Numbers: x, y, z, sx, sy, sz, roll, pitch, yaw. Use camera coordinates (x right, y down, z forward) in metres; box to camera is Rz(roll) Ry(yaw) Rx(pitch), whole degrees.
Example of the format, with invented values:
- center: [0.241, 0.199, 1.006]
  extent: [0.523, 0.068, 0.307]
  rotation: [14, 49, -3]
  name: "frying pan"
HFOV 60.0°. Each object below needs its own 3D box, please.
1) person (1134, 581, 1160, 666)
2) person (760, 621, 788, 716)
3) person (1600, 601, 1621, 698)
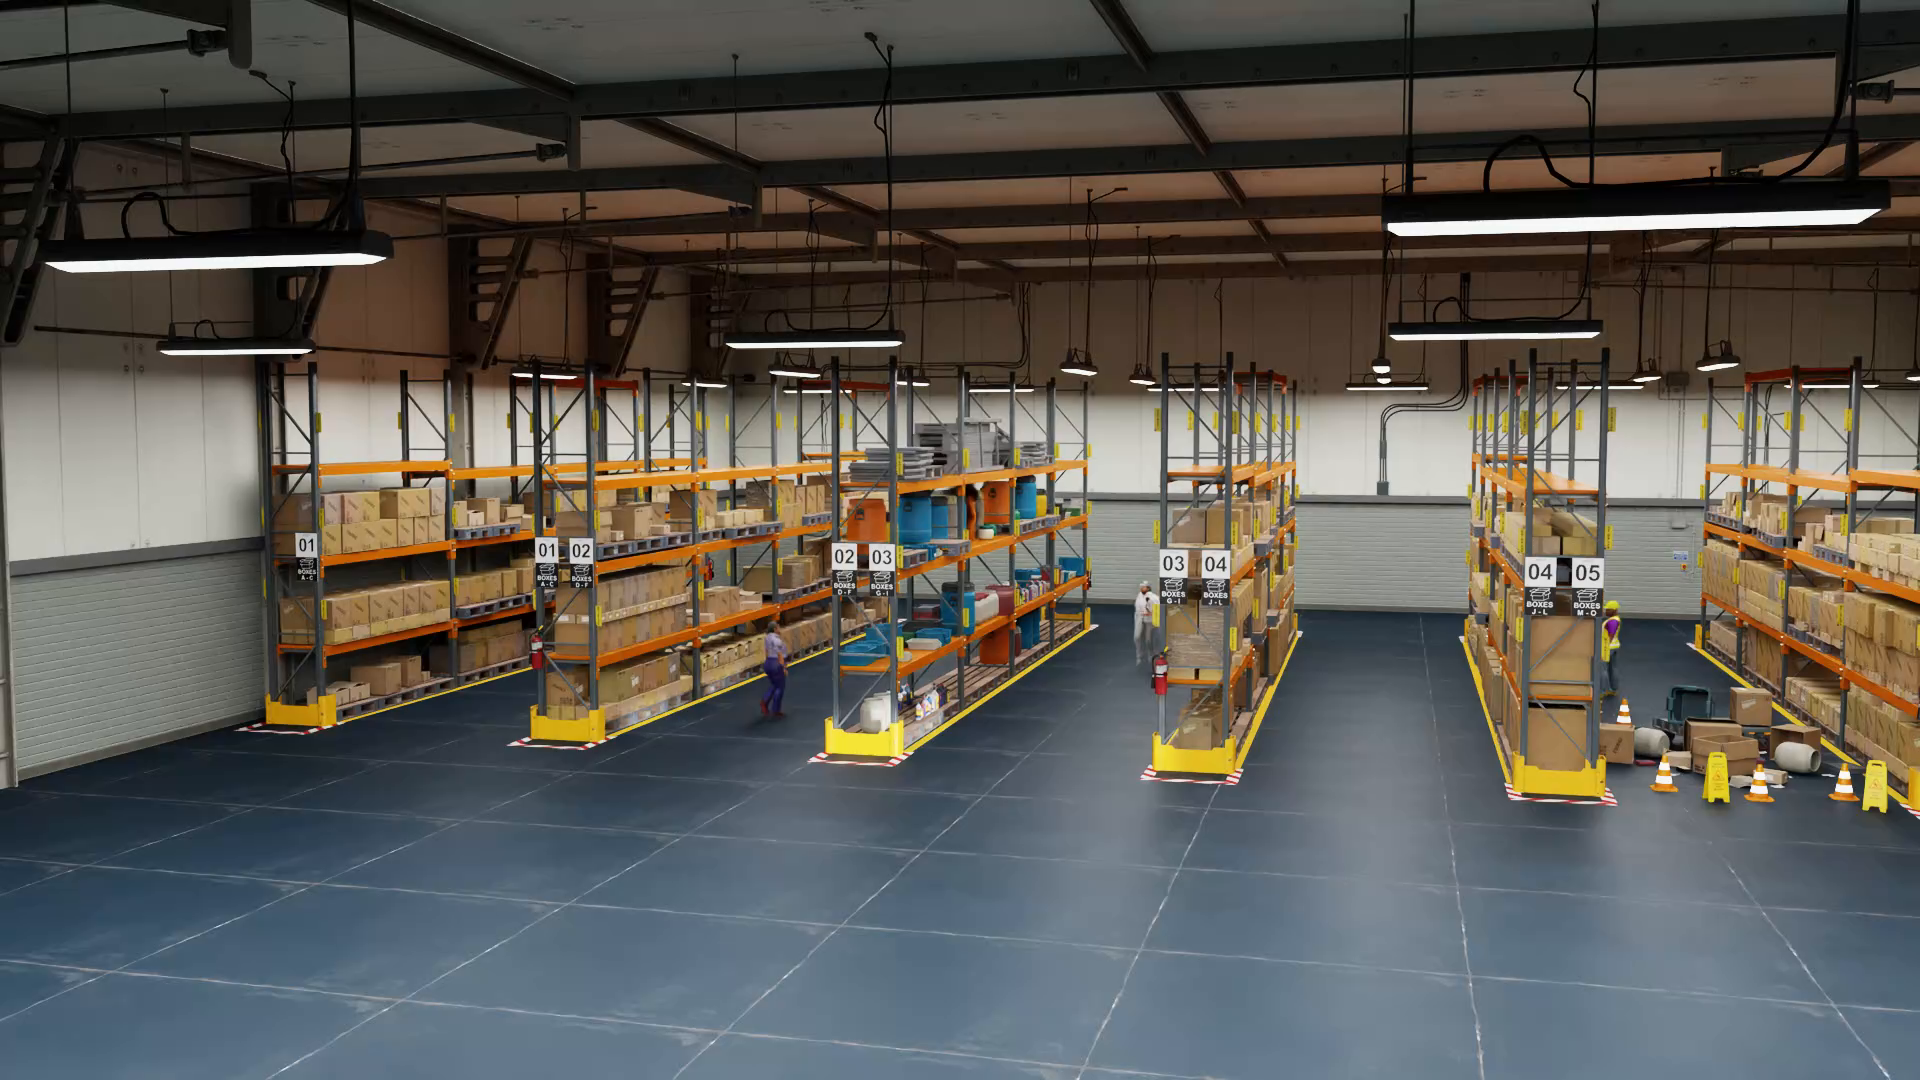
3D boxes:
- center: [3.744, 1.635, 33.037]
  extent: [0.552, 1.670, 0.725]
  rotation: [1, 4, 18]
  name: "person"
- center: [-3.151, 2.210, 28.297]
  extent: [0.475, 1.579, 0.490]
  rotation: [-4, 5, -42]
  name: "person"
- center: [11.853, 1.991, 30.421]
  extent: [0.639, 1.770, 0.488]
  rotation: [-4, 6, -45]
  name: "person"
